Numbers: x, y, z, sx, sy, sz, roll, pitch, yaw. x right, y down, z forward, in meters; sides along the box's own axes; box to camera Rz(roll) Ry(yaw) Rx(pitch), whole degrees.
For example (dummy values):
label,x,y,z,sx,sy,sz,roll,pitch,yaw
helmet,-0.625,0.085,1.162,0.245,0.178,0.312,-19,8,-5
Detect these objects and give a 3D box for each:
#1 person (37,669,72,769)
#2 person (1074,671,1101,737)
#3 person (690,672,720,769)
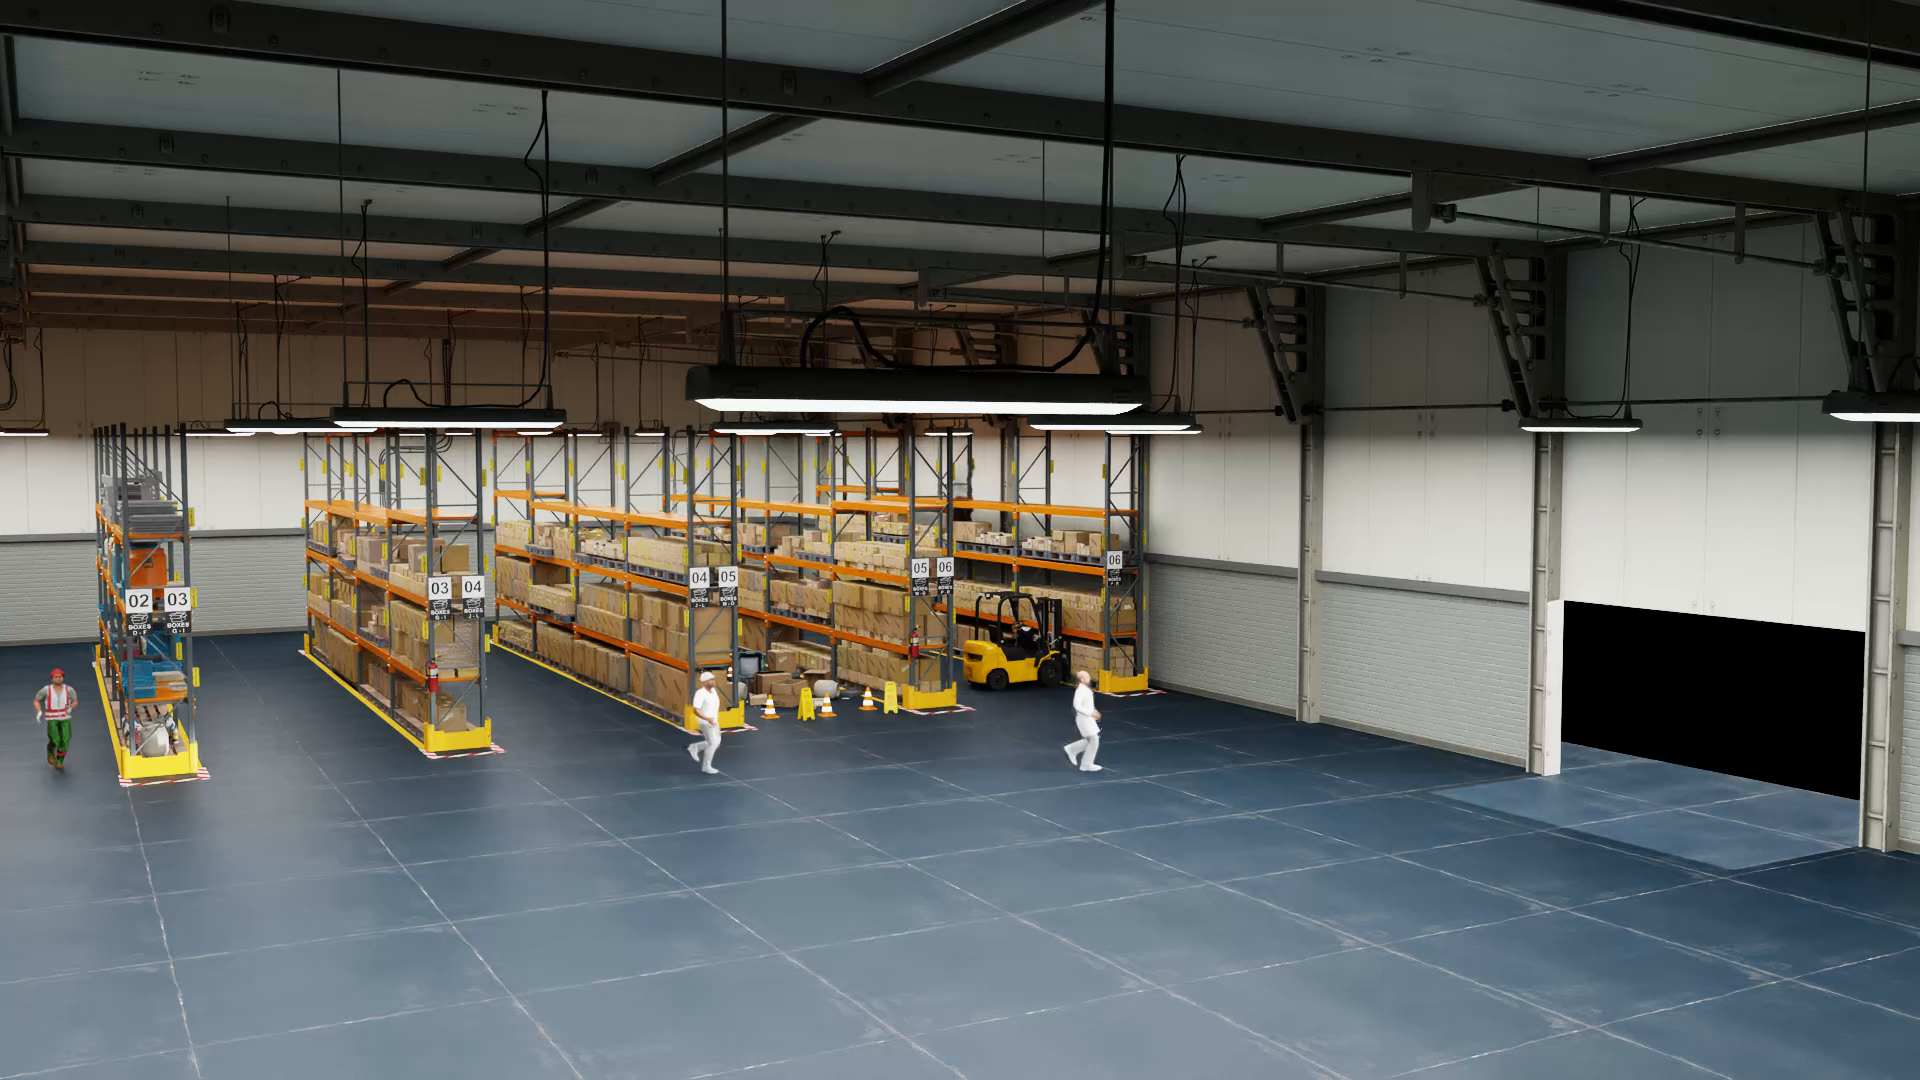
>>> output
label,x,y,z,sx,sy,sz,roll,pitch,yaw
person,-15.607,3.107,28.682,0.535,1.740,0.577,-3,5,-40
person,2.209,2.826,28.669,0.494,1.141,0.708,1,4,11
person,-4.379,3.096,28.613,0.613,1.670,0.703,1,4,17
